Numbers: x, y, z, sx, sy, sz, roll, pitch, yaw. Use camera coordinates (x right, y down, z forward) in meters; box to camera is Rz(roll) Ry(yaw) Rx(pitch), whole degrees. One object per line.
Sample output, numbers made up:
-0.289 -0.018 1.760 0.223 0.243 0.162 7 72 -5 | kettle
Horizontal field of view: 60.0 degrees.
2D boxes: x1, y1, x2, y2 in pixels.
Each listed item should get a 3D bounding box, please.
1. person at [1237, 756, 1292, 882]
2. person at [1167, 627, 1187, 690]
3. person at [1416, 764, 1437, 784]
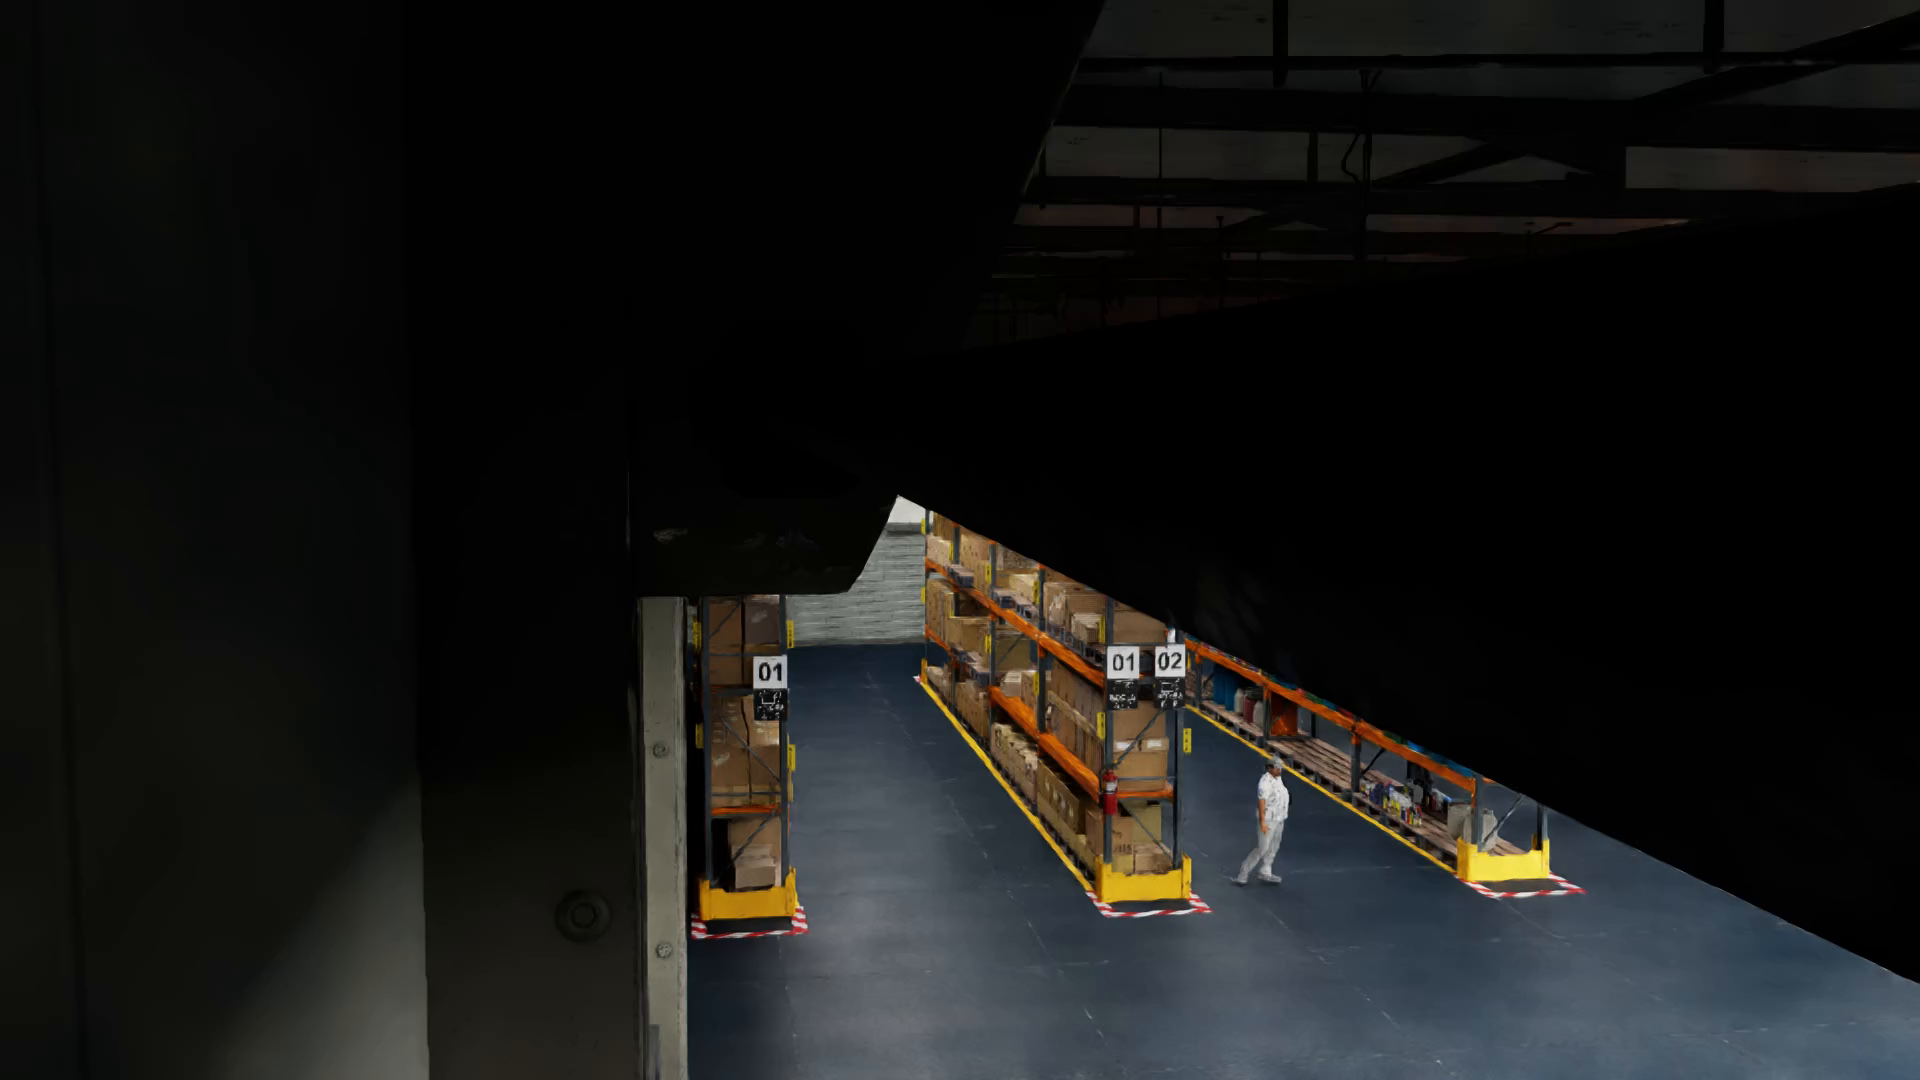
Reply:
3.925 3.616 21.486 0.536 1.656 0.673 4 7 40 | person
4.422 2.347 34.576 0.498 1.713 0.764 -1 5 -10 | person
7.658 3.134 27.210 0.461 1.596 0.999 -1 5 -11 | person
